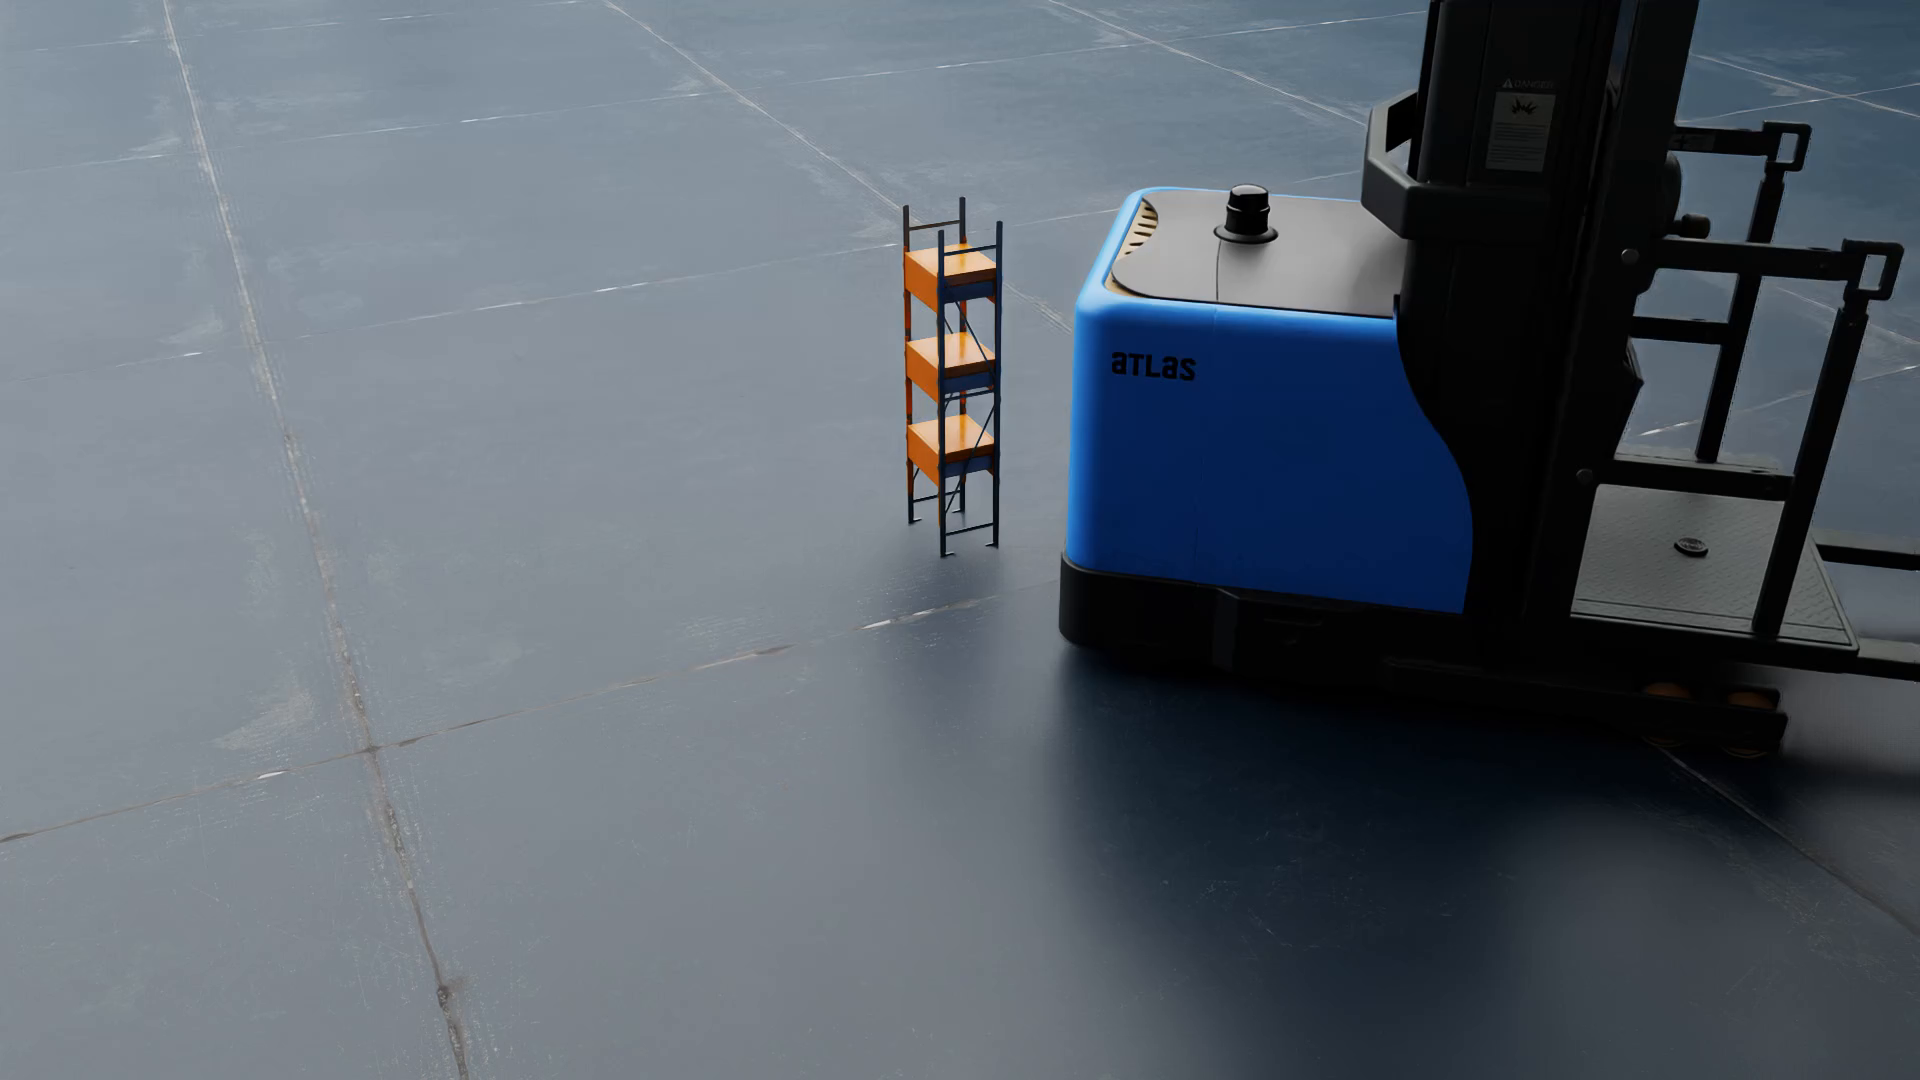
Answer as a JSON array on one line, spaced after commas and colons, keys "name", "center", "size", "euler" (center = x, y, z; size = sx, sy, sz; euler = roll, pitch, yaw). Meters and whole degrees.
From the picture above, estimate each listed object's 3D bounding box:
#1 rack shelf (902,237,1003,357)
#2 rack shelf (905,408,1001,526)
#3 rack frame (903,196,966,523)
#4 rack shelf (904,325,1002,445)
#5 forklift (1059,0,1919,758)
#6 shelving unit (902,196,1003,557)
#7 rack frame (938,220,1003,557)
[{"name": "rack shelf", "center": [-0.023, -0.720, 4.902], "size": [0.215, 0.259, 0.240], "euler": [-13, 32, -22]}, {"name": "rack shelf", "center": [-0.023, -0.230, 5.176], "size": [0.215, 0.259, 0.240], "euler": [-13, 32, -22]}, {"name": "rack frame", "center": [-0.075, -0.535, 5.131], "size": [0.200, 1.050, 0.008], "euler": [-13, 32, -22]}, {"name": "rack shelf", "center": [-0.023, -0.472, 5.041], "size": [0.215, 0.259, 0.240], "euler": [-13, 32, -22]}, {"name": "forklift", "center": [1.850, -1.007, 4.050], "size": [3.031, 2.935, 1.130], "euler": [7, 30, 12]}, {"name": "shelving unit", "center": [-0.023, -0.482, 5.035], "size": [0.215, 1.050, 0.252], "euler": [-13, 32, -22]}, {"name": "rack frame", "center": [0.029, -0.428, 4.939], "size": [0.200, 1.050, 0.008], "euler": [-13, 32, -22]}]
